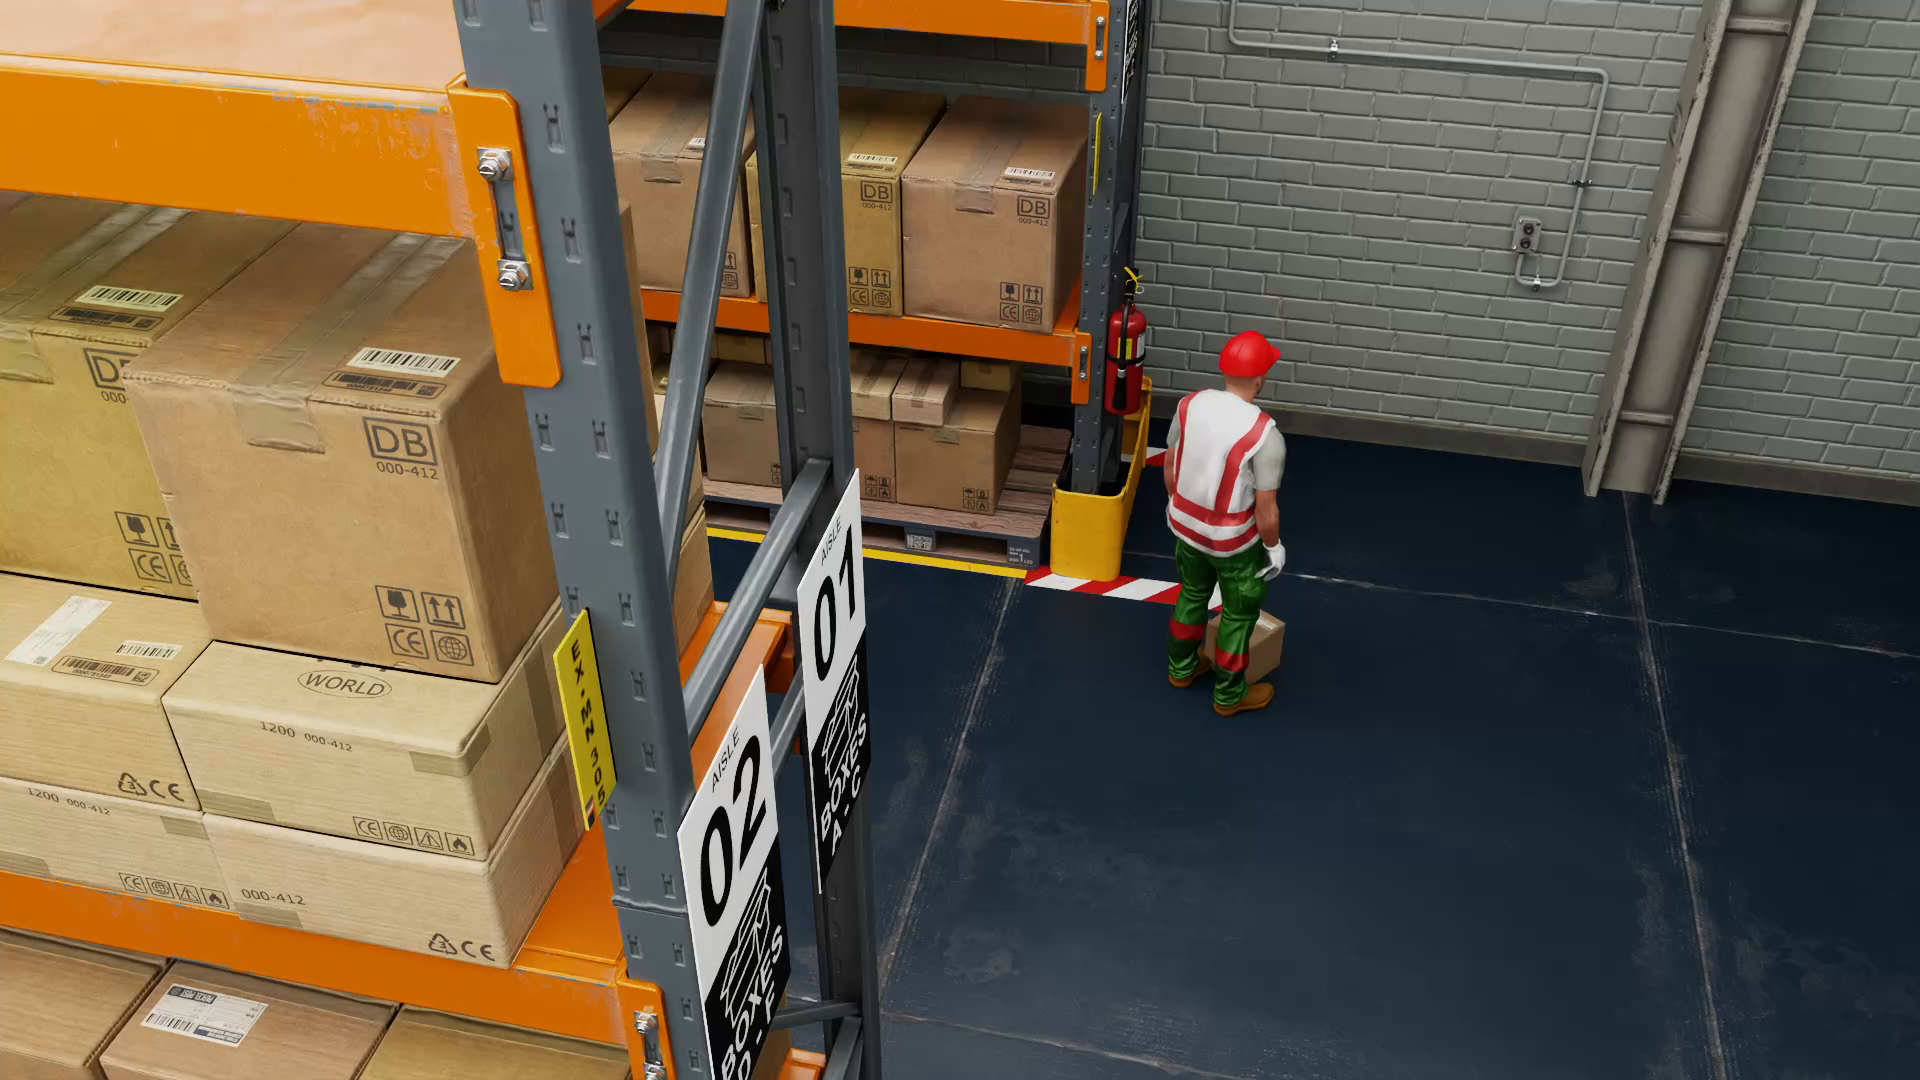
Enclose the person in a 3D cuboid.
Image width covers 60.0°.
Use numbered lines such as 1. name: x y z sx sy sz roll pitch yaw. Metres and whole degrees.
1. person: 1.118 -0.058 7.034 0.451 1.777 0.610 -29 45 -33
